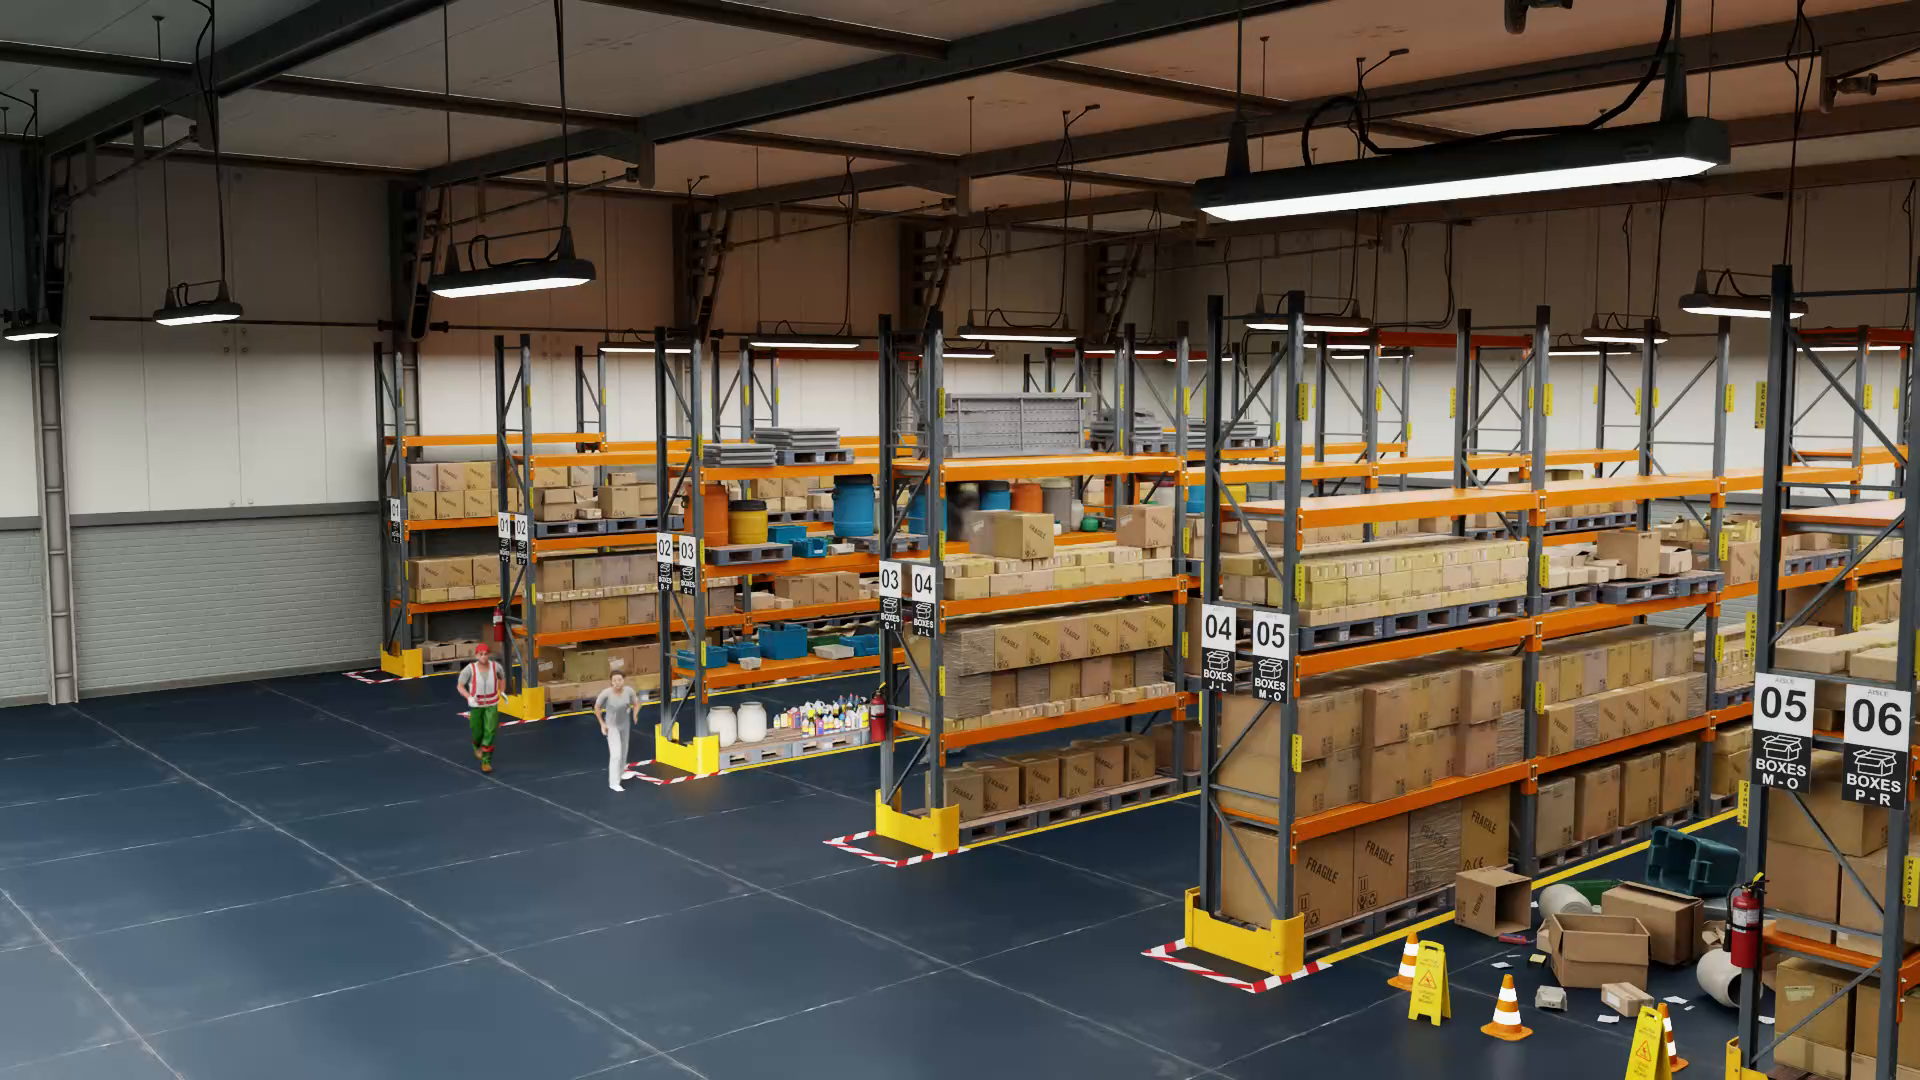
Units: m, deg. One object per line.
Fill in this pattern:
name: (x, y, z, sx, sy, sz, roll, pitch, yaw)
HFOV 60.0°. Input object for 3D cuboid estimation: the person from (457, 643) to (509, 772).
person: (-6.510, 2.242, 22.655, 0.660, 1.739, 0.830, -2, 6, -21)

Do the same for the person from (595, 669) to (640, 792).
person: (-4.402, 2.427, 21.521, 0.638, 1.596, 0.855, -4, 7, -40)

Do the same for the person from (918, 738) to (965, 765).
person: (-0.254, 2.283, 23.016, 0.687, 1.565, 1.090, 4, 7, 40)
